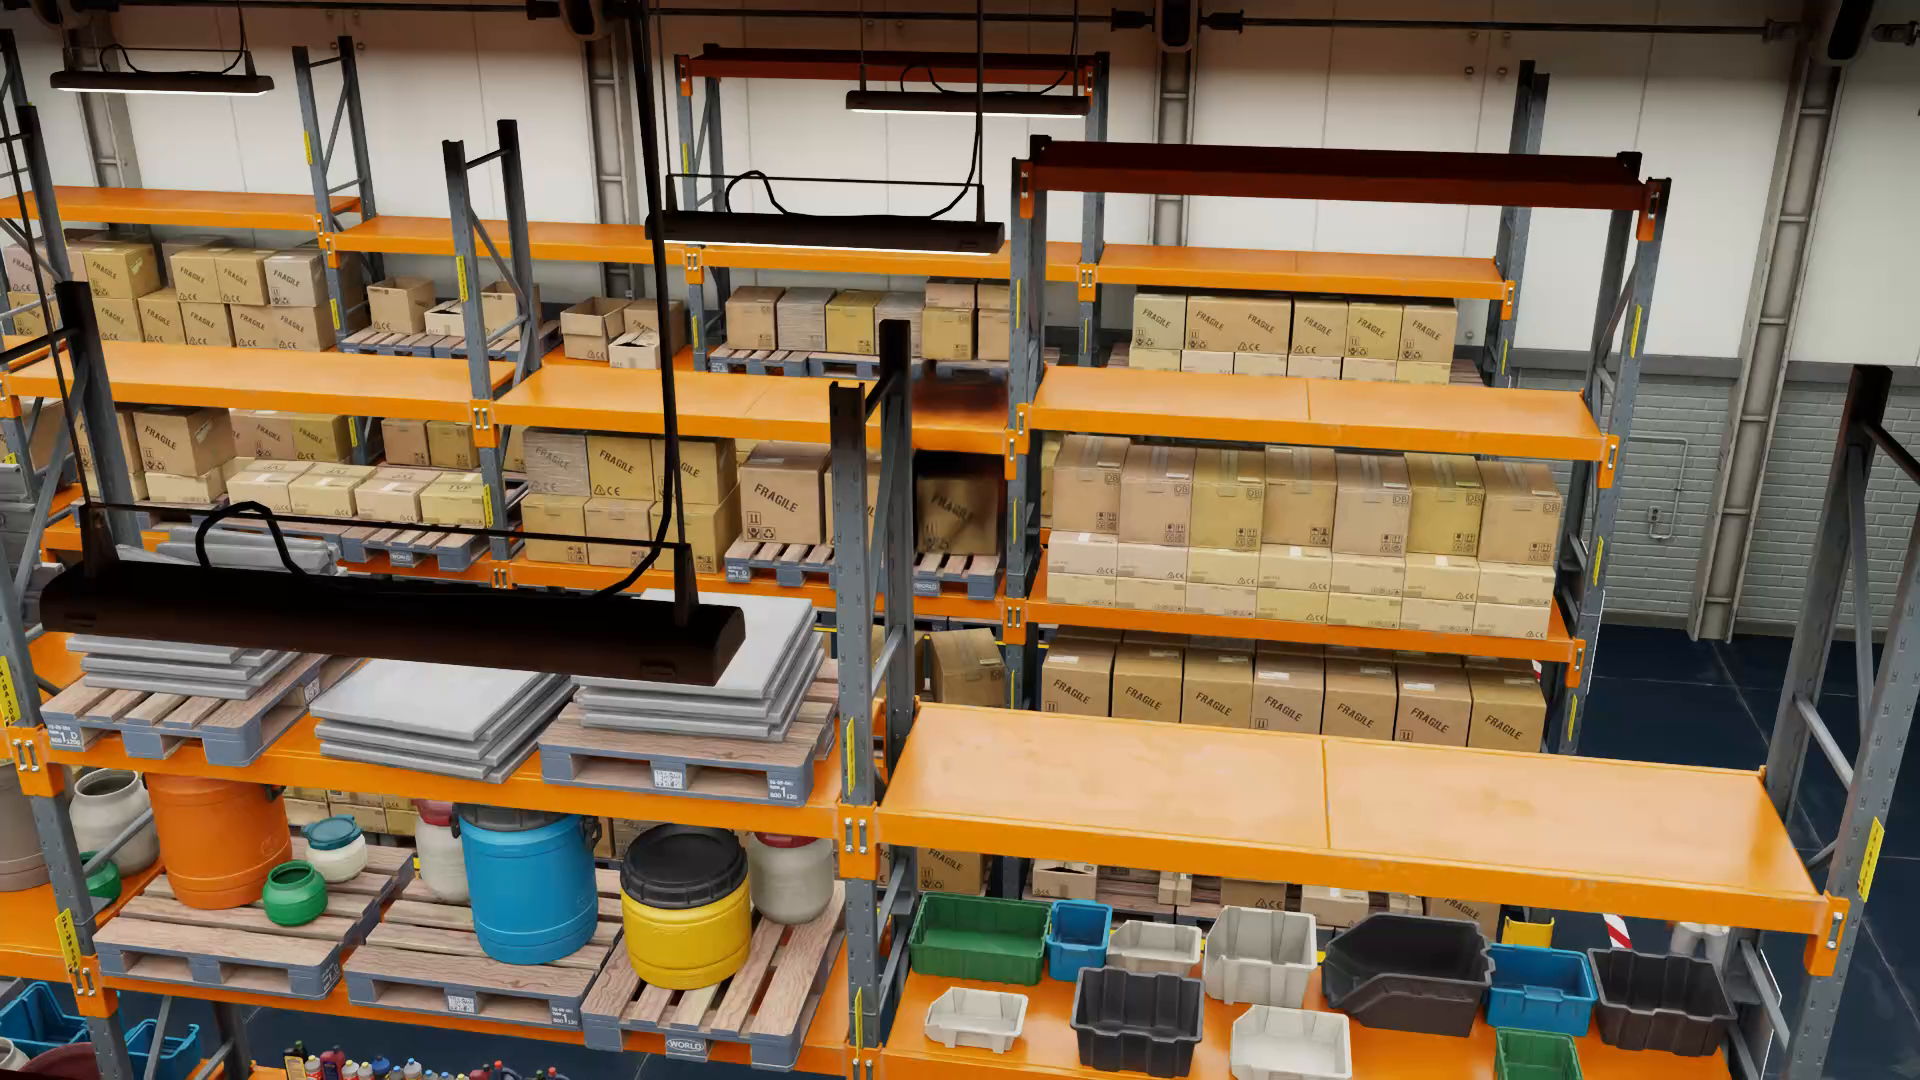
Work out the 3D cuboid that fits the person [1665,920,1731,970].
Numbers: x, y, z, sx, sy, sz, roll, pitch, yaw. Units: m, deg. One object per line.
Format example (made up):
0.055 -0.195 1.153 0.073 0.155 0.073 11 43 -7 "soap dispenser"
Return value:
5.284 2.751 11.740 0.555 1.673 0.567 11 25 24 "person"
